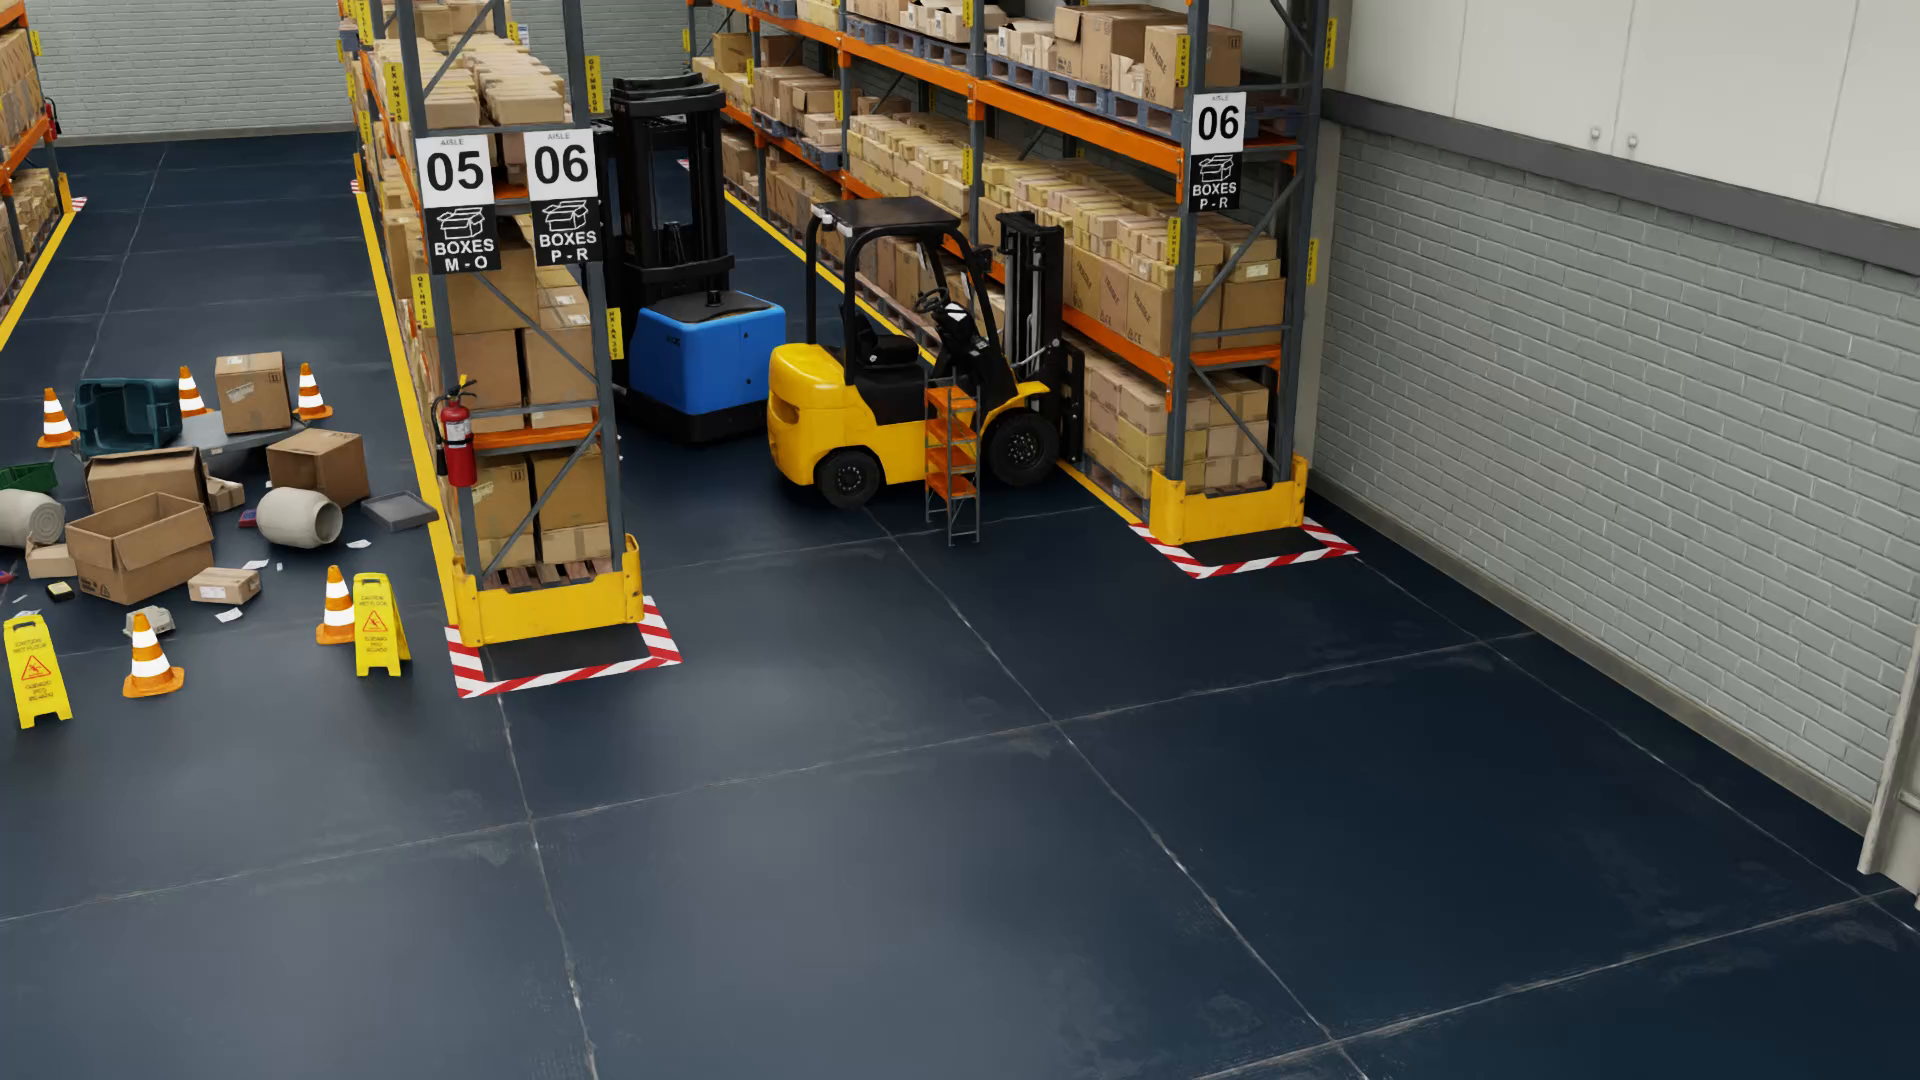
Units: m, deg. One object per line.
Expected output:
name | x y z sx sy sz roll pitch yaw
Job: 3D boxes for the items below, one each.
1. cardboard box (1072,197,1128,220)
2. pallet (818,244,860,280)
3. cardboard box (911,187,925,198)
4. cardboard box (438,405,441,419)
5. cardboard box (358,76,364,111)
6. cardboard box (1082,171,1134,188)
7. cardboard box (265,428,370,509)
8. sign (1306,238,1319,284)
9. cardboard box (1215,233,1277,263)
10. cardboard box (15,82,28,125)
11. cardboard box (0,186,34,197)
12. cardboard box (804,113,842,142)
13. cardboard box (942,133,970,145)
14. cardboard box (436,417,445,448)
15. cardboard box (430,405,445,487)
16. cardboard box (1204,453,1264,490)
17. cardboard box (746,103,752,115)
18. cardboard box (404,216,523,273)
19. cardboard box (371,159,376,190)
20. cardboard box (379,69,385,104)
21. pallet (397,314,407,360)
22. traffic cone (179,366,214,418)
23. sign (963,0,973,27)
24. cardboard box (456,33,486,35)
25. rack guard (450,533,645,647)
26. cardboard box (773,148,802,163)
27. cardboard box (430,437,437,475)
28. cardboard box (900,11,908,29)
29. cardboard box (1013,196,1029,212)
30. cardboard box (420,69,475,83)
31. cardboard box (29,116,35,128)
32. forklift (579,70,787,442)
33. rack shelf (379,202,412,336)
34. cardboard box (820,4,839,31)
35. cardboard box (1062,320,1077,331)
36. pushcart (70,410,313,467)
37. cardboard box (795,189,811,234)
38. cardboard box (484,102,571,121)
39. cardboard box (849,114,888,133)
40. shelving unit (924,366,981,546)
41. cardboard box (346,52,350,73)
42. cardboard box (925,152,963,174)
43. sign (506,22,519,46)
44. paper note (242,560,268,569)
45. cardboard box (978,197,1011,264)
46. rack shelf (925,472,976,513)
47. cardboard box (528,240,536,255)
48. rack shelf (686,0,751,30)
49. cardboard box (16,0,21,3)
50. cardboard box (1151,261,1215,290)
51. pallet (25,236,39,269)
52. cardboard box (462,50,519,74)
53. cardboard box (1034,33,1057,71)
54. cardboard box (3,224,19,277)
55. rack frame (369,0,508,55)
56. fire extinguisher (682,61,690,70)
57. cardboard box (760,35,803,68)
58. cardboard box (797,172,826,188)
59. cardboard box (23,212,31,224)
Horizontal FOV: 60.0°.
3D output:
cardboard box | 1.118 -2.626 13.270 0.380 0.149 0.250 -8 24 -18
pallet | -1.065 -3.384 20.007 1.003 0.211 1.213 -8 24 -19
cardboard box | -0.176 -3.384 16.609 0.500 0.250 0.500 -8 24 -19
cardboard box | -3.178 -0.871 10.778 0.380 0.149 0.250 -9 24 -20
cardboard box | -6.437 -4.920 18.646 0.500 0.500 0.500 -9 24 -20
cardboard box | 1.275 -3.073 14.332 0.380 0.149 0.250 -9 24 -20
cardboard box | -4.960 -0.530 12.861 0.500 0.500 0.500 8 24 18
sign | 2.511 -1.995 11.905 0.100 0.325 0.005 -8 24 -19
cardboard box | 2.071 -2.119 12.069 0.380 0.149 0.250 -9 24 -20
cardboard box | -11.969 -5.403 20.695 0.500 0.500 0.500 -7 24 -16
cardboard box | -12.062 -4.418 21.234 0.380 0.149 0.250 -9 25 -21
cardboard box | -1.512 -4.856 19.561 0.500 0.250 0.500 -10 25 -21
cardboard box | 0.028 -4.092 17.132 0.380 0.149 0.250 -8 24 -17
cardboard box | -3.372 -0.754 11.375 0.380 0.149 0.250 -8 24 -17
cardboard box | -3.539 -0.704 12.093 0.500 0.500 0.500 -9 24 -20
cardboard box | 1.999 -0.618 12.853 0.500 0.250 0.500 -8 24 -19
cardboard box | -2.711 -5.903 22.717 0.380 0.149 0.250 -8 24 -18
cardboard box | -3.209 -1.788 10.831 0.700 0.500 0.500 -8 24 -18
cardboard box | -6.096 -3.973 18.007 0.500 0.250 0.500 -8 24 -18
cardboard box | -3.976 -3.323 12.221 0.500 0.250 0.500 -9 24 -19
pallet | -5.204 -2.141 17.058 1.003 0.211 1.213 -8 24 -19
traffic cone | -6.852 -1.314 14.773 0.336 0.463 0.334 -8 24 -19
sign | 0.072 -4.627 14.432 0.100 0.325 0.005 -8 24 -19
cardboard box | -4.077 -4.215 14.178 0.500 0.250 0.500 -9 24 -20
rack guard | -2.680 0.321 10.845 1.175 0.500 0.348 -8 24 -19
cardboard box | -2.235 -5.069 21.874 0.380 0.149 0.250 -10 25 -22
cardboard box | -3.911 -0.739 13.142 0.500 0.250 0.500 -7 24 -16
cardboard box | -0.369 -5.083 16.241 0.380 0.149 0.250 -9 24 -20
cardboard box | 0.672 -2.848 14.180 0.380 0.149 0.250 -8 24 -18
cardboard box | -3.400 -2.997 10.932 0.380 0.149 0.250 -9 24 -21
cardboard box | -12.253 -5.432 21.598 0.380 0.149 0.250 -8 24 -18
forklift | -2.802 -2.676 14.825 1.130 2.935 3.031 -18 29 -36
rack shelf | -4.772 -2.652 15.606 1.077 0.370 4.000 -8 24 -19
cardboard box | -1.245 -5.859 18.620 0.500 0.250 0.500 -9 25 -21
cardboard box | 0.811 -1.741 14.231 0.500 0.250 0.500 -7 24 -17
pushcart | -6.181 -0.717 13.466 1.648 0.377 0.936 -18 29 -37
cardboard box | -1.742 -4.118 20.835 0.500 0.500 0.500 -9 25 -21
cardboard box | -2.750 -2.657 10.640 0.500 0.250 0.500 -9 24 -20
cardboard box | -1.000 -4.581 18.294 0.380 0.149 0.250 -8 24 -17
shelving unit | -0.058 -0.613 12.160 0.258 1.200 0.503 -8 24 -19
cardboard box | -8.024 -6.538 22.483 0.500 0.500 0.500 -9 24 -19
cardboard box | -0.114 -3.643 16.066 0.380 0.149 0.250 -9 25 -21
sign | -3.561 -3.954 13.243 0.100 0.325 0.005 -8 24 -19
paper note | -5.009 0.171 11.821 0.148 0.019 0.142 0 23 -1
cardboard box | 0.489 -2.788 14.874 0.500 0.500 0.500 -9 24 -20
rack shelf | -0.058 -0.368 12.263 0.258 0.148 0.480 -8 24 -19
cardboard box | -3.300 -1.939 12.476 0.500 0.500 0.500 -8 24 -18
rack shelf | -2.956 -7.623 23.539 1.077 0.370 4.000 -8 24 -19
cardboard box | -12.492 -7.085 21.529 0.500 0.250 0.500 -9 24 -20
cardboard box | 1.605 -1.918 11.975 0.380 0.149 0.250 -8 24 -18
pallet | -11.758 -3.402 20.049 1.003 0.211 1.213 -8 24 -19
cardboard box | -3.367 -3.429 11.958 0.380 0.149 0.250 -9 24 -20
cardboard box | 0.817 -3.918 13.326 0.396 0.266 0.258 -9 24 -20
cardboard box | -10.990 -3.255 18.788 0.500 0.500 0.500 -9 24 -20
rack frame | -4.066 -5.021 12.577 1.000 3.000 0.127 -8 24 -19
fire extinguisher | -4.147 -7.082 25.770 0.296 0.674 0.183 -8 24 -19
cardboard box | -2.527 -6.837 23.454 0.500 0.500 0.500 -9 24 -20
cardboard box | -1.852 -4.554 21.035 0.380 0.149 0.250 -7 24 -17
cardboard box | -11.777 -4.005 20.637 0.380 0.149 0.250 -7 24 -17
